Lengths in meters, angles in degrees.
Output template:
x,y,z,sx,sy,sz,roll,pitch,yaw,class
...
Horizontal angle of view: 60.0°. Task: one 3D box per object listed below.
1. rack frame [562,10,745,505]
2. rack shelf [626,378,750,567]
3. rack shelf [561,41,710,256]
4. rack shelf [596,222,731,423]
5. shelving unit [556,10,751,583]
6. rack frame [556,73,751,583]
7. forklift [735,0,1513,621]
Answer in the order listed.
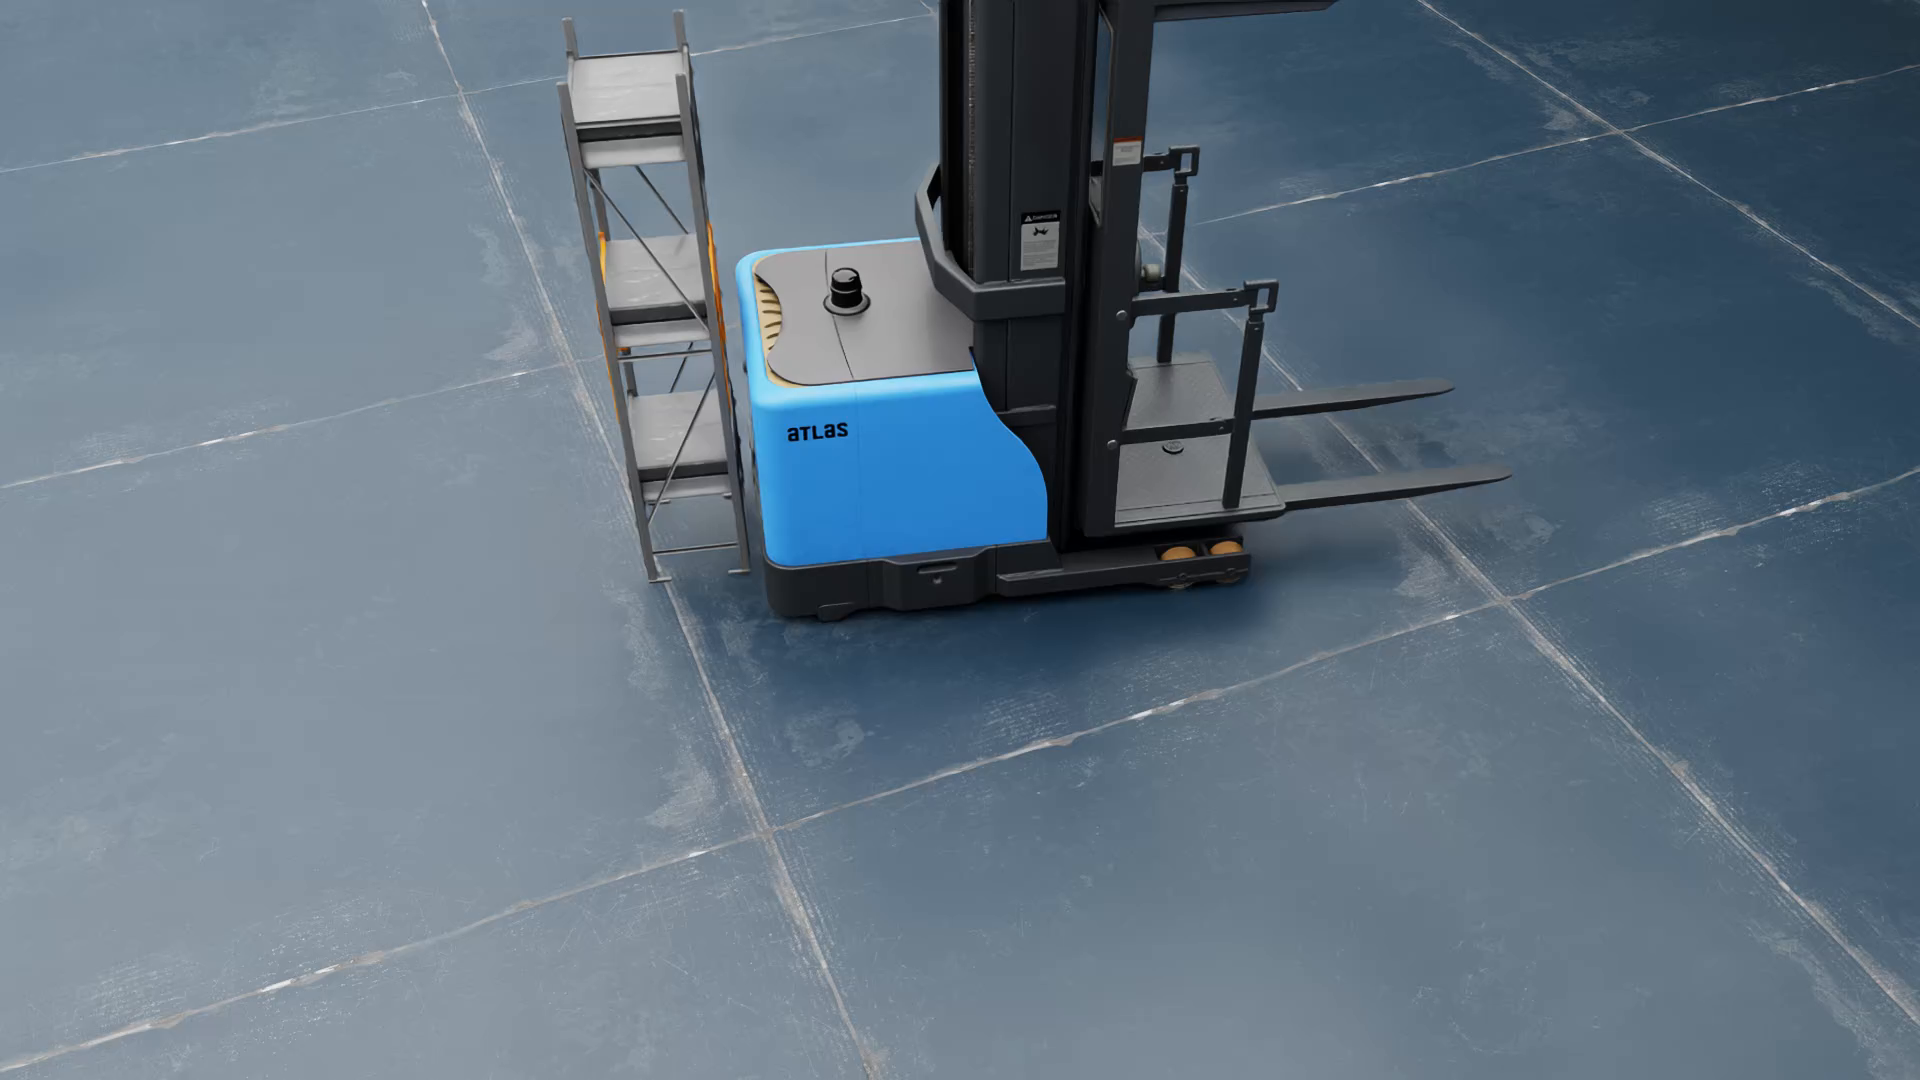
x,y,z,sx,sy,sz,roll,pitch,yaw,class
-1.114,-0.964,6.256,0.400,2.100,0.015,-6,41,-6,rack frame
-1.068,-0.267,6.539,0.431,0.518,0.480,-6,41,-6,rack shelf
-1.090,-1.326,5.624,0.431,0.518,0.480,-6,41,-6,rack shelf
-1.079,-0.797,6.081,0.431,0.518,0.480,-6,41,-6,rack shelf
-1.079,-0.807,6.072,0.431,2.100,0.503,-6,41,-6,shelving unit
-1.044,-0.649,5.889,0.400,2.100,0.015,-6,41,-6,rack frame
0.689,-1.257,5.964,3.031,2.935,1.130,-6,41,-7,forklift
